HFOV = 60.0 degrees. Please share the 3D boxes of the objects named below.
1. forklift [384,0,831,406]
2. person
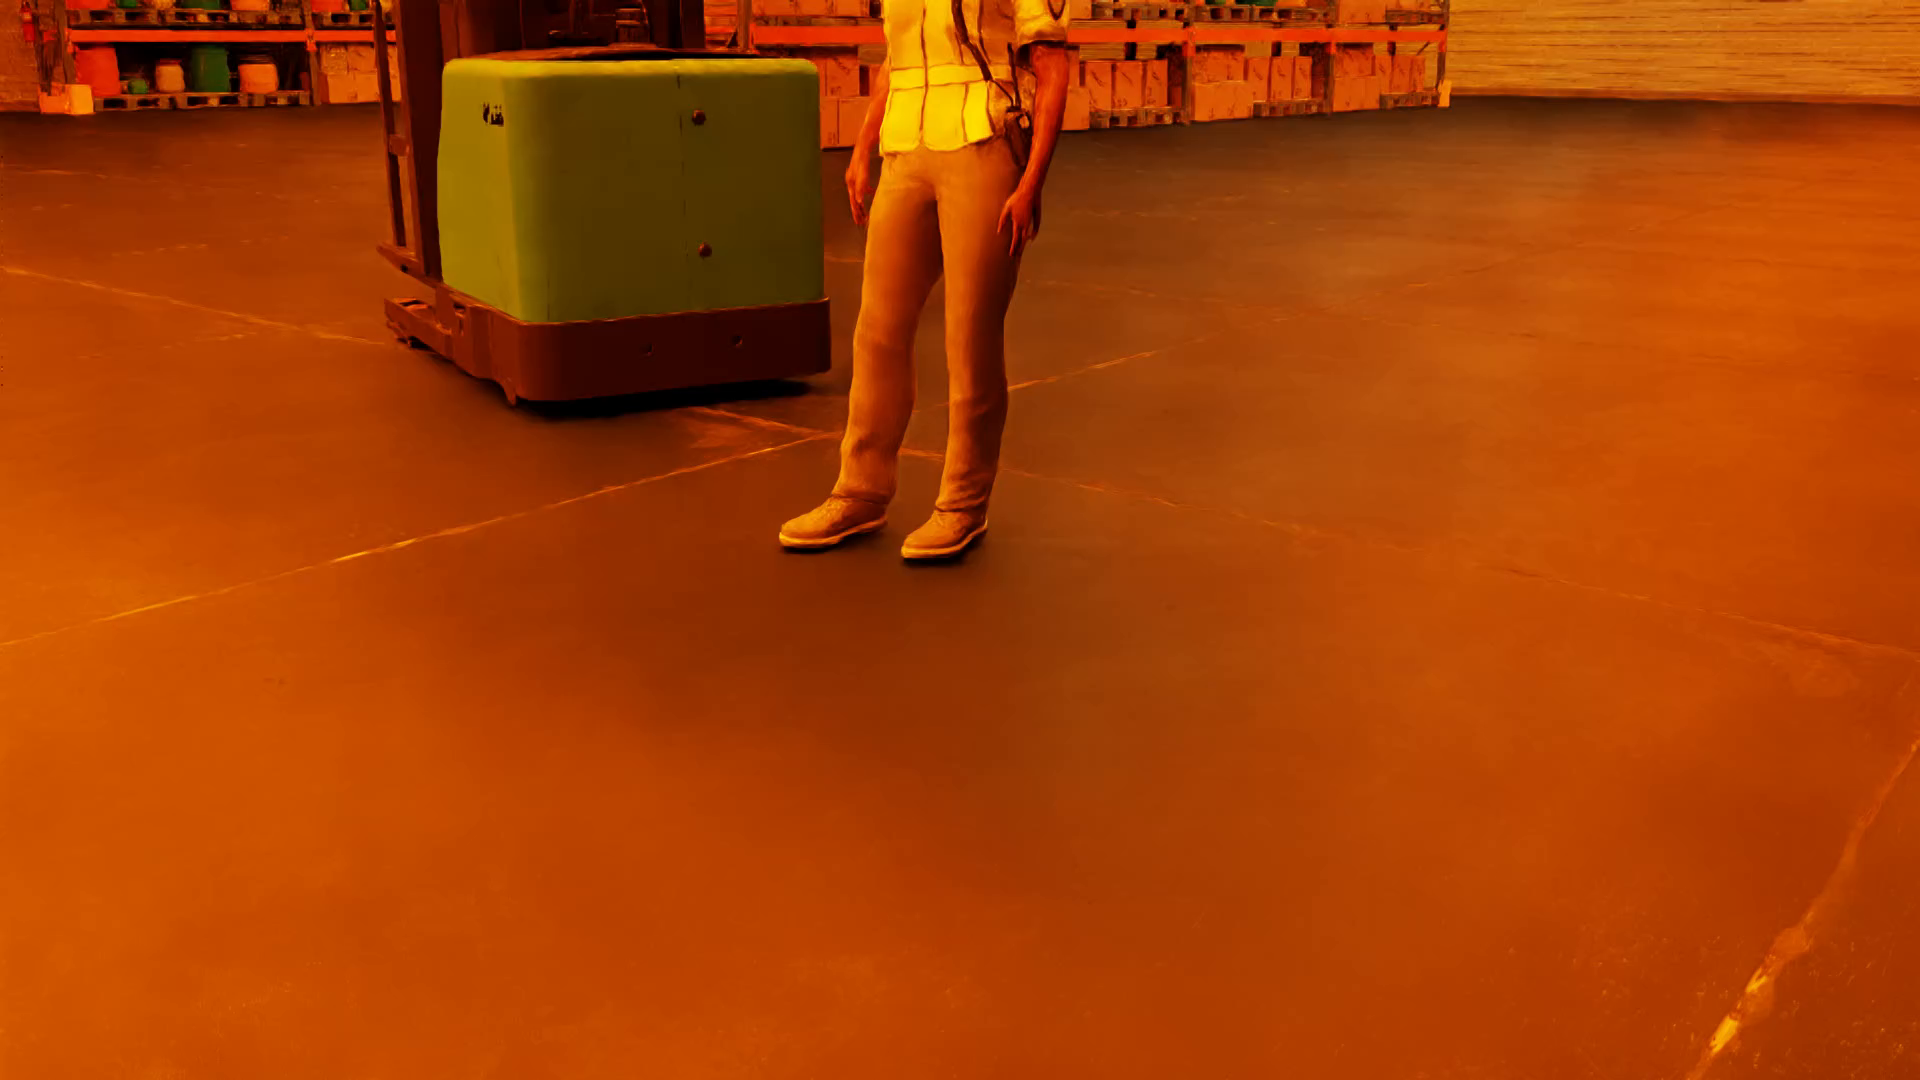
[{"bbox_3d":[-1.611,-2.203,6.152,1.130,2.935,3.031,-10,19,-29],"label":"forklift"},{"bbox_3d":[-0.013,-0.850,3.685,0.512,1.629,0.393,13,21,37],"label":"person"}]
